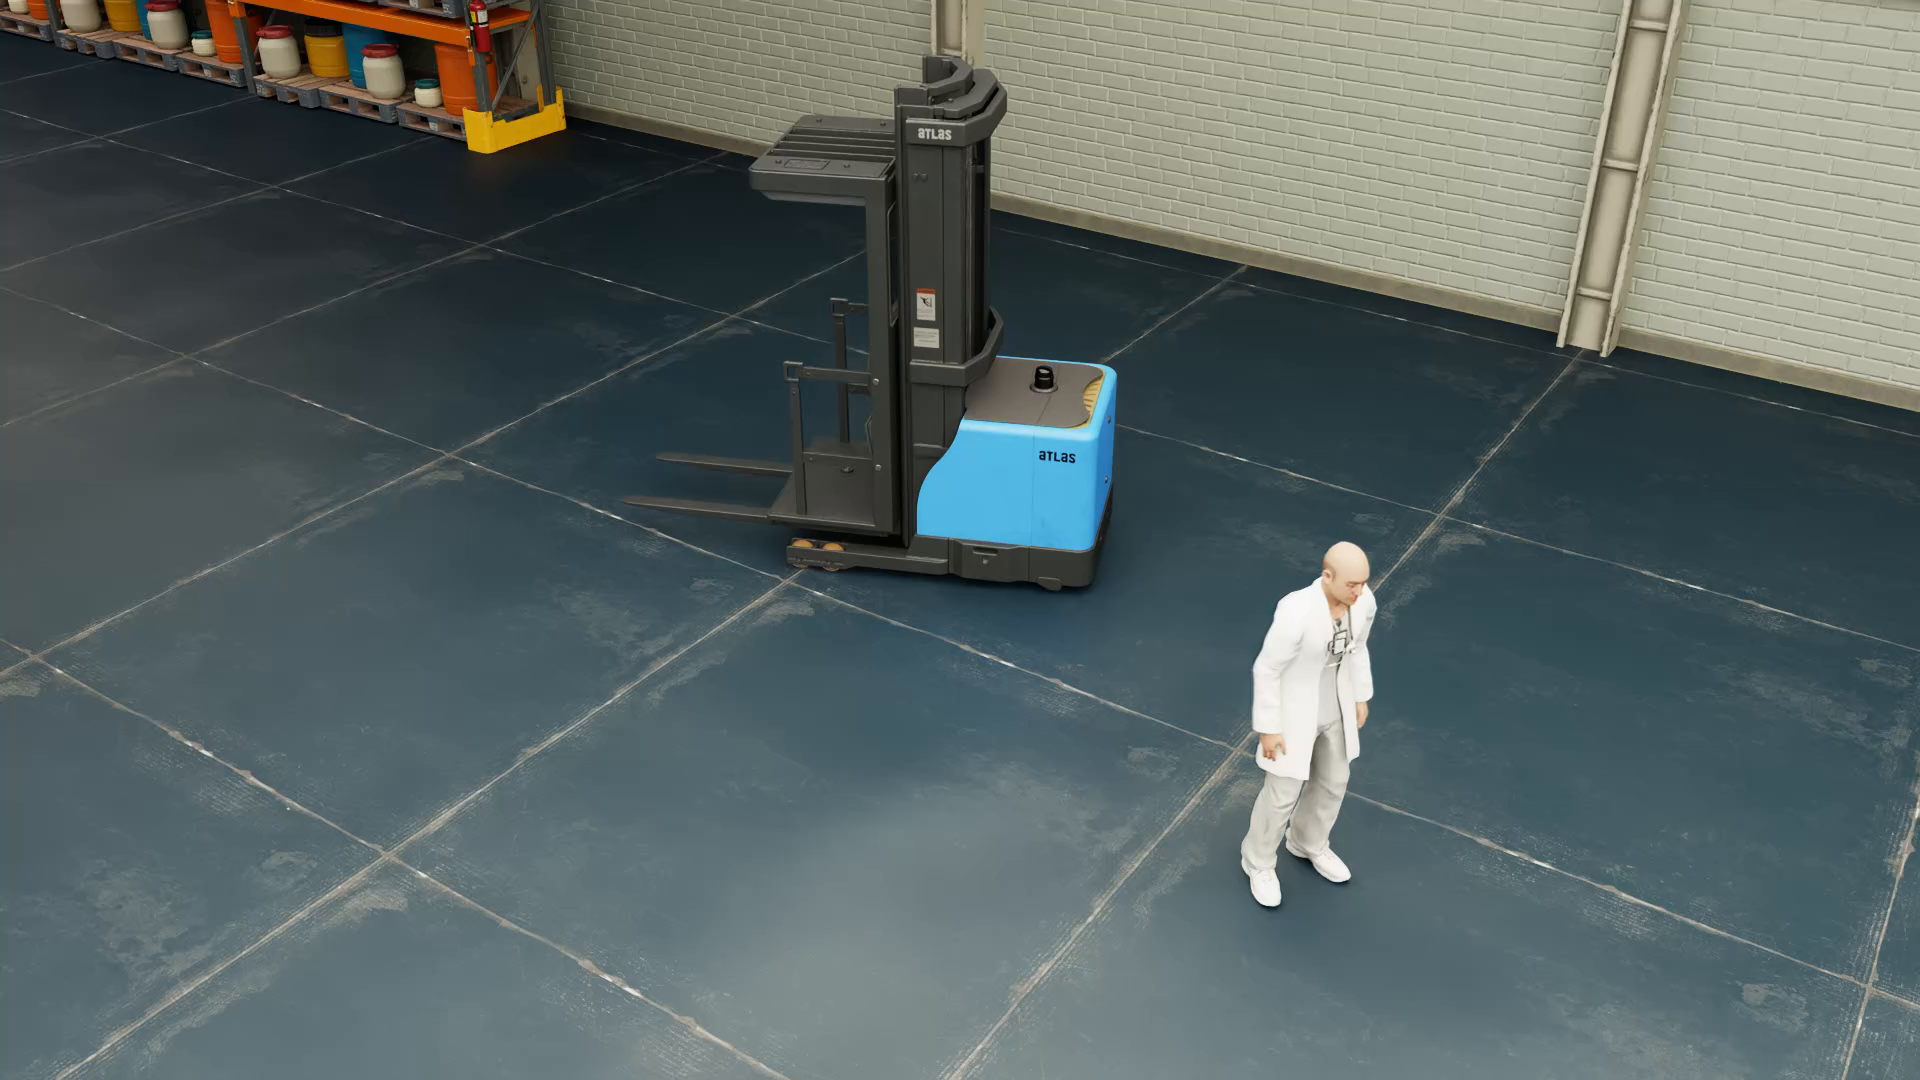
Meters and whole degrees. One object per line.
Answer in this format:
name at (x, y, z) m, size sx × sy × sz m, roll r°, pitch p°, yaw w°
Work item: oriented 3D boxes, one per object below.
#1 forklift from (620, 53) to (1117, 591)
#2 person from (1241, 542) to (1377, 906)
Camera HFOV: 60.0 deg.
forklift at (-0.596, -1.330, 9.871) m, size 3.031 × 2.935 × 1.130 m, roll 6°, pitch 31°, yaw 10°
person at (1.575, 0.777, 7.396) m, size 0.646 × 1.772 × 0.436 m, roll -15°, pitch 33°, yaw -24°
